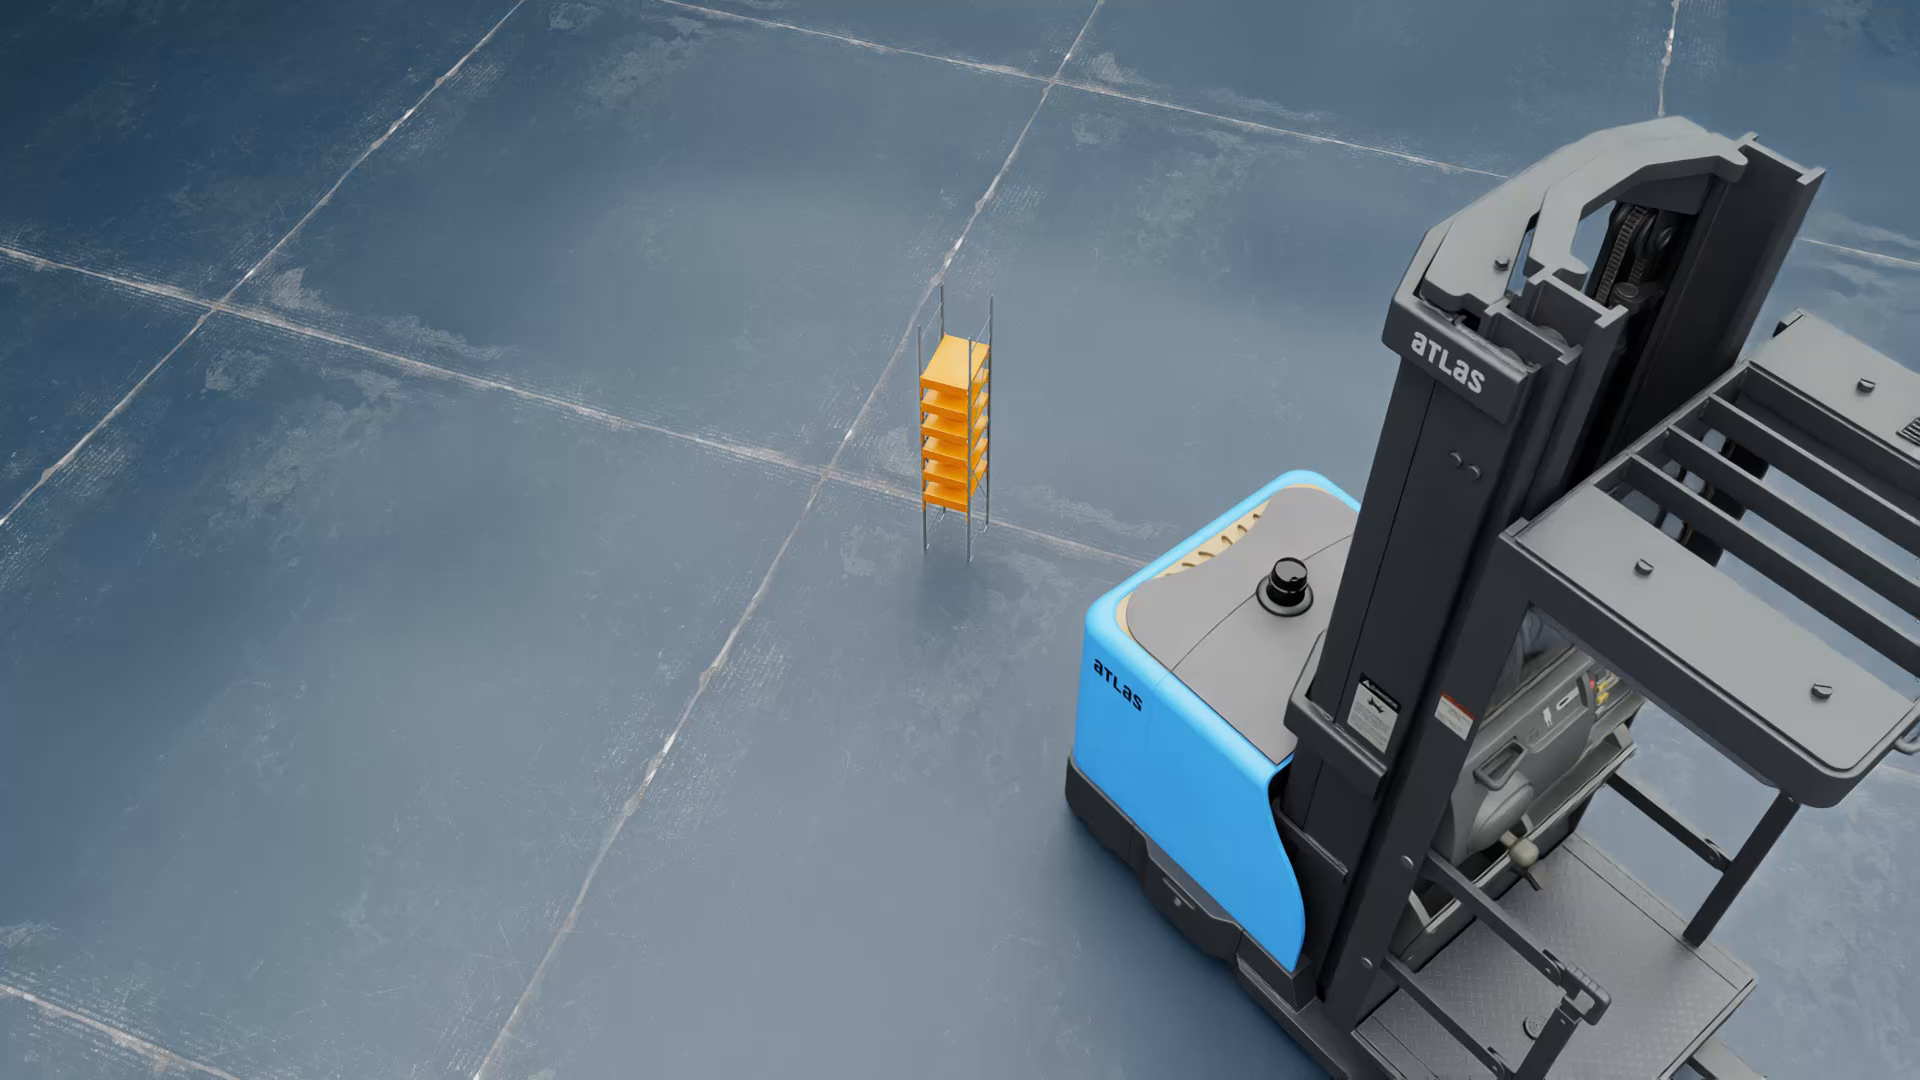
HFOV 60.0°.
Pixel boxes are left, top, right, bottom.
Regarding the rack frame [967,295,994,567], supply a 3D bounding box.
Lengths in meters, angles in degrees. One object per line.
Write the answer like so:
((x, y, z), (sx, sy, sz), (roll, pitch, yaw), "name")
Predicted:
((0.072, -0.373, 6.146), (0.006, 1.200, 0.240), (16, 51, 13), "rack frame")

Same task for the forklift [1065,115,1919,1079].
((1.691, 0.579, 4.175), (1.130, 2.935, 3.031), (-32, 56, -25), "forklift")

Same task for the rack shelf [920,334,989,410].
((-0.014, -0.603, 5.928), (0.180, 0.103, 0.258), (16, 51, 13), "rack shelf")

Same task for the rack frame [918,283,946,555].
((-0.099, -0.421, 6.187), (0.006, 1.200, 0.240), (16, 51, 13), "rack frame")

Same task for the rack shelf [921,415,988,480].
((-0.014, -0.368, 6.200), (0.180, 0.103, 0.258), (16, 51, 13), "rack shelf")

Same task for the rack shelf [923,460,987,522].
((-0.014, -0.210, 6.381), (0.180, 0.103, 0.258), (16, 51, 13), "rack shelf")

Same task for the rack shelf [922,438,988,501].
((-0.014, -0.289, 6.291), (0.180, 0.103, 0.258), (16, 51, 13), "rack shelf")

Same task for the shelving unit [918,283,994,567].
((-0.014, -0.397, 6.166), (0.189, 1.200, 0.258), (16, 51, 13), "shelving unit")

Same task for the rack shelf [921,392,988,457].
((-0.014, -0.446, 6.109), (0.180, 0.103, 0.258), (16, 51, 13), "rack shelf")

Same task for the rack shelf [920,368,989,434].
((-0.014, -0.525, 6.019), (0.180, 0.103, 0.258), (16, 51, 13), "rack shelf")
